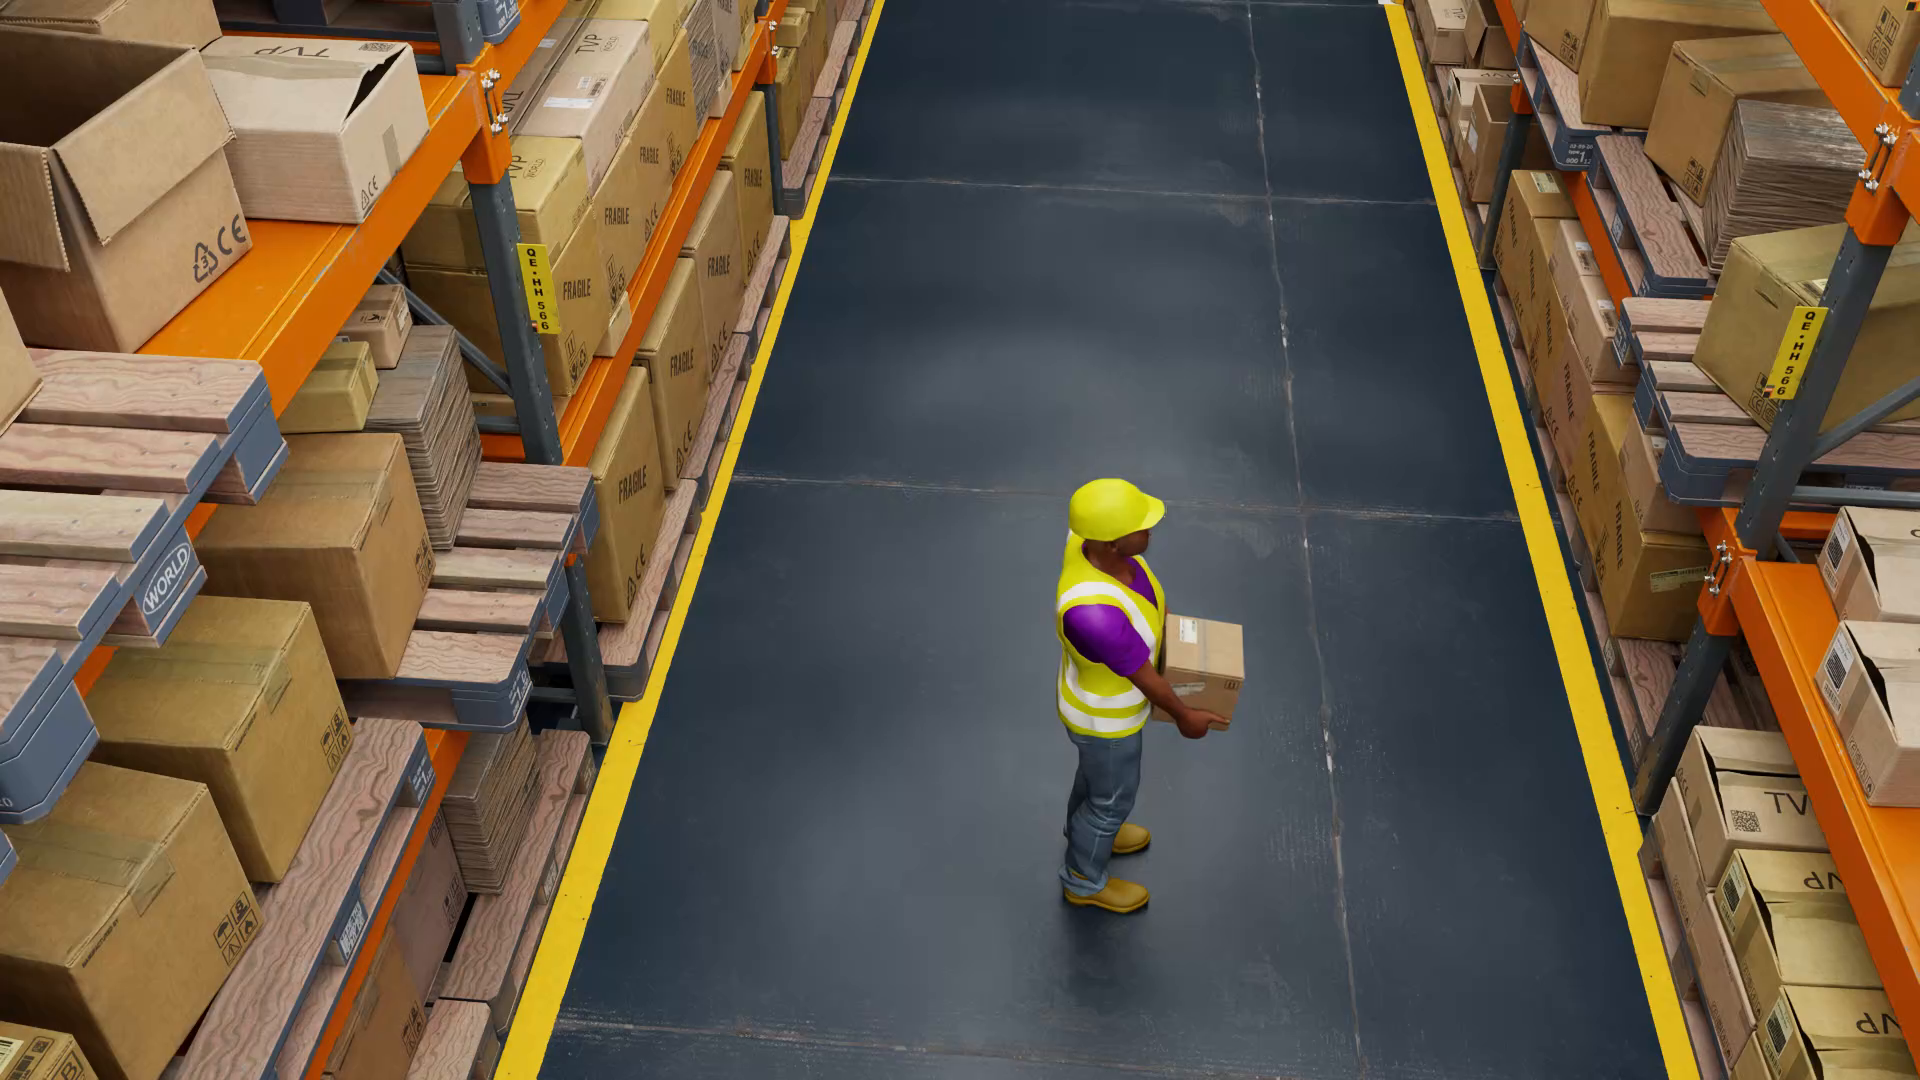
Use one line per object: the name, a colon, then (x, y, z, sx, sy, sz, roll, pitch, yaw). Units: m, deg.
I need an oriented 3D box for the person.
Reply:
person: (0.594, 0.521, 5.515, 0.578, 1.761, 0.504, 4, 40, 4)
